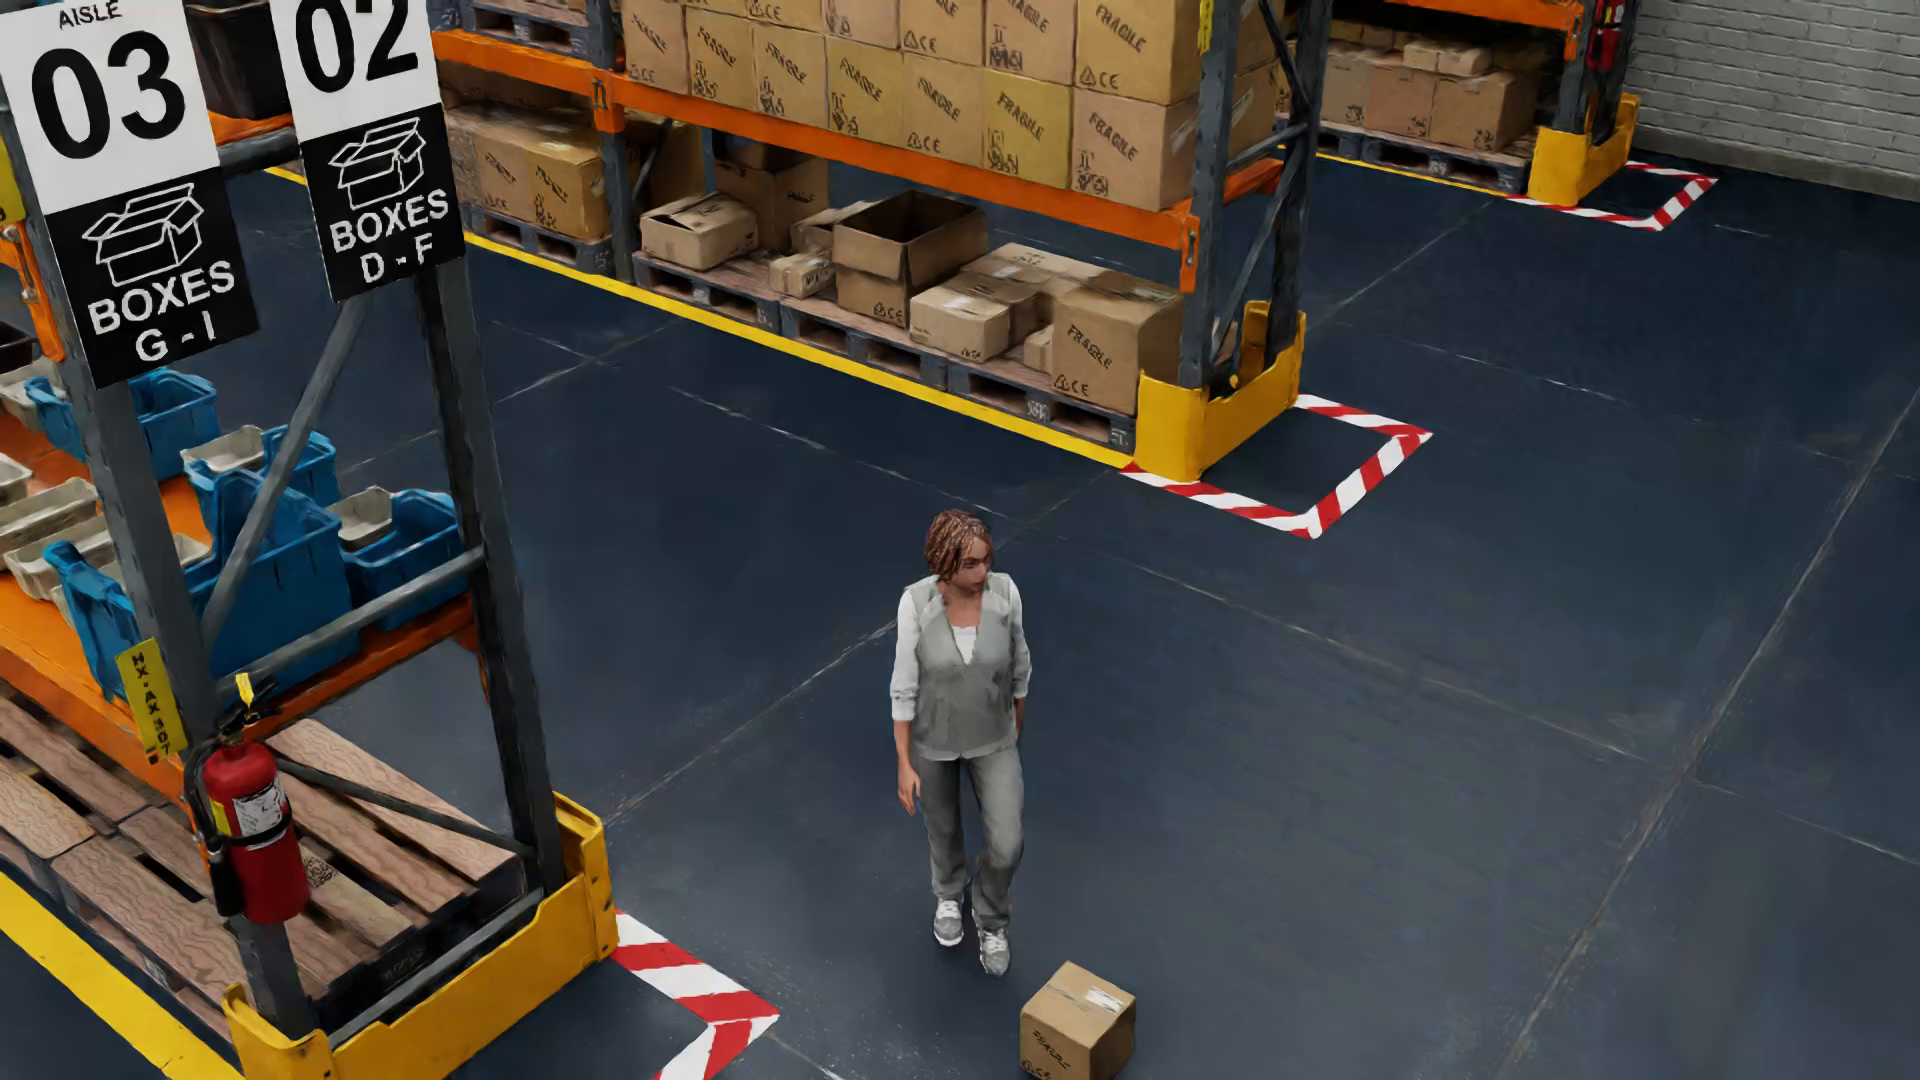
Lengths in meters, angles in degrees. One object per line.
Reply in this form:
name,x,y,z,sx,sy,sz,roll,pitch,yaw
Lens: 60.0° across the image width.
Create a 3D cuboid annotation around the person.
person,0.006,0.651,5.082,0.432,1.639,0.451,-1,31,-2
